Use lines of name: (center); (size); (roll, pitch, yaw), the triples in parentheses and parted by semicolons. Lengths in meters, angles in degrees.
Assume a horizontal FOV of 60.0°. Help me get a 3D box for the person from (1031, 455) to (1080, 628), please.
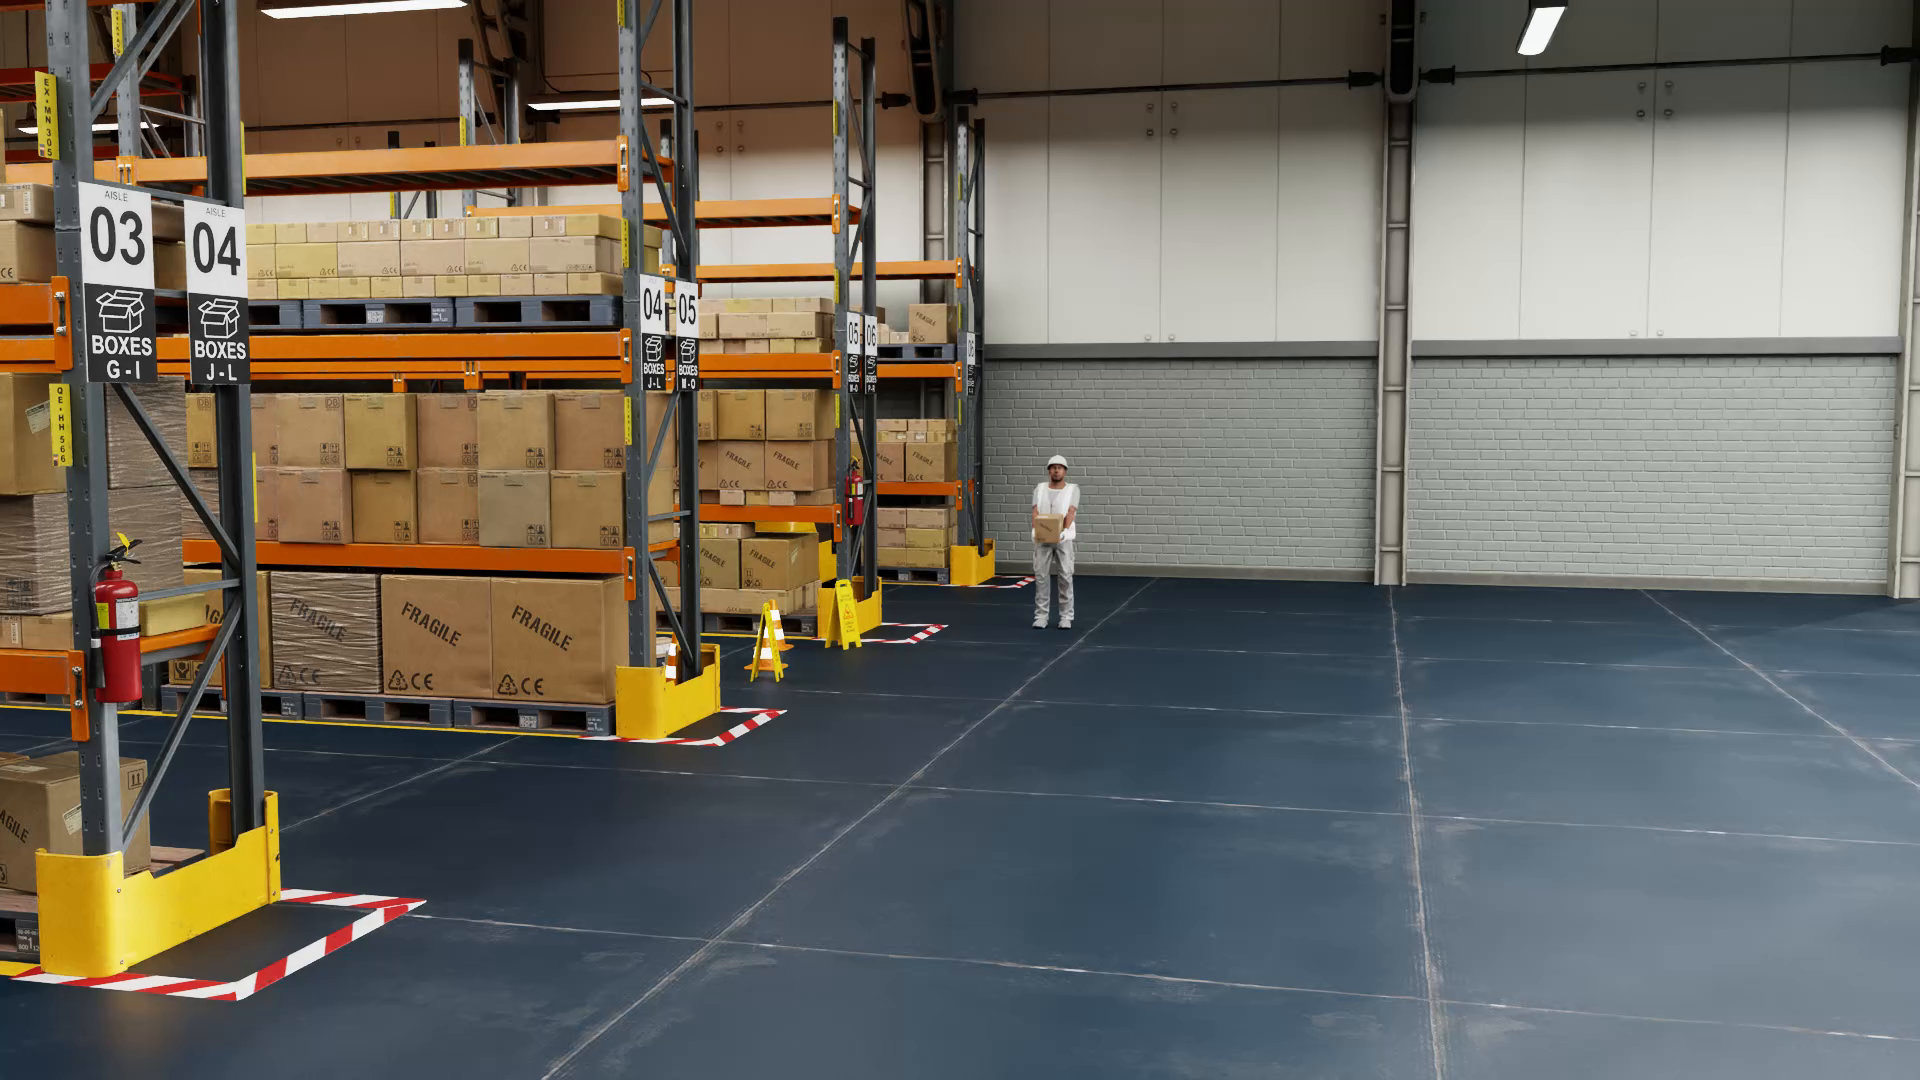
person: (0.963, 0.024, 17.081); (0.490, 1.780, 0.574); (1, 5, 14)
